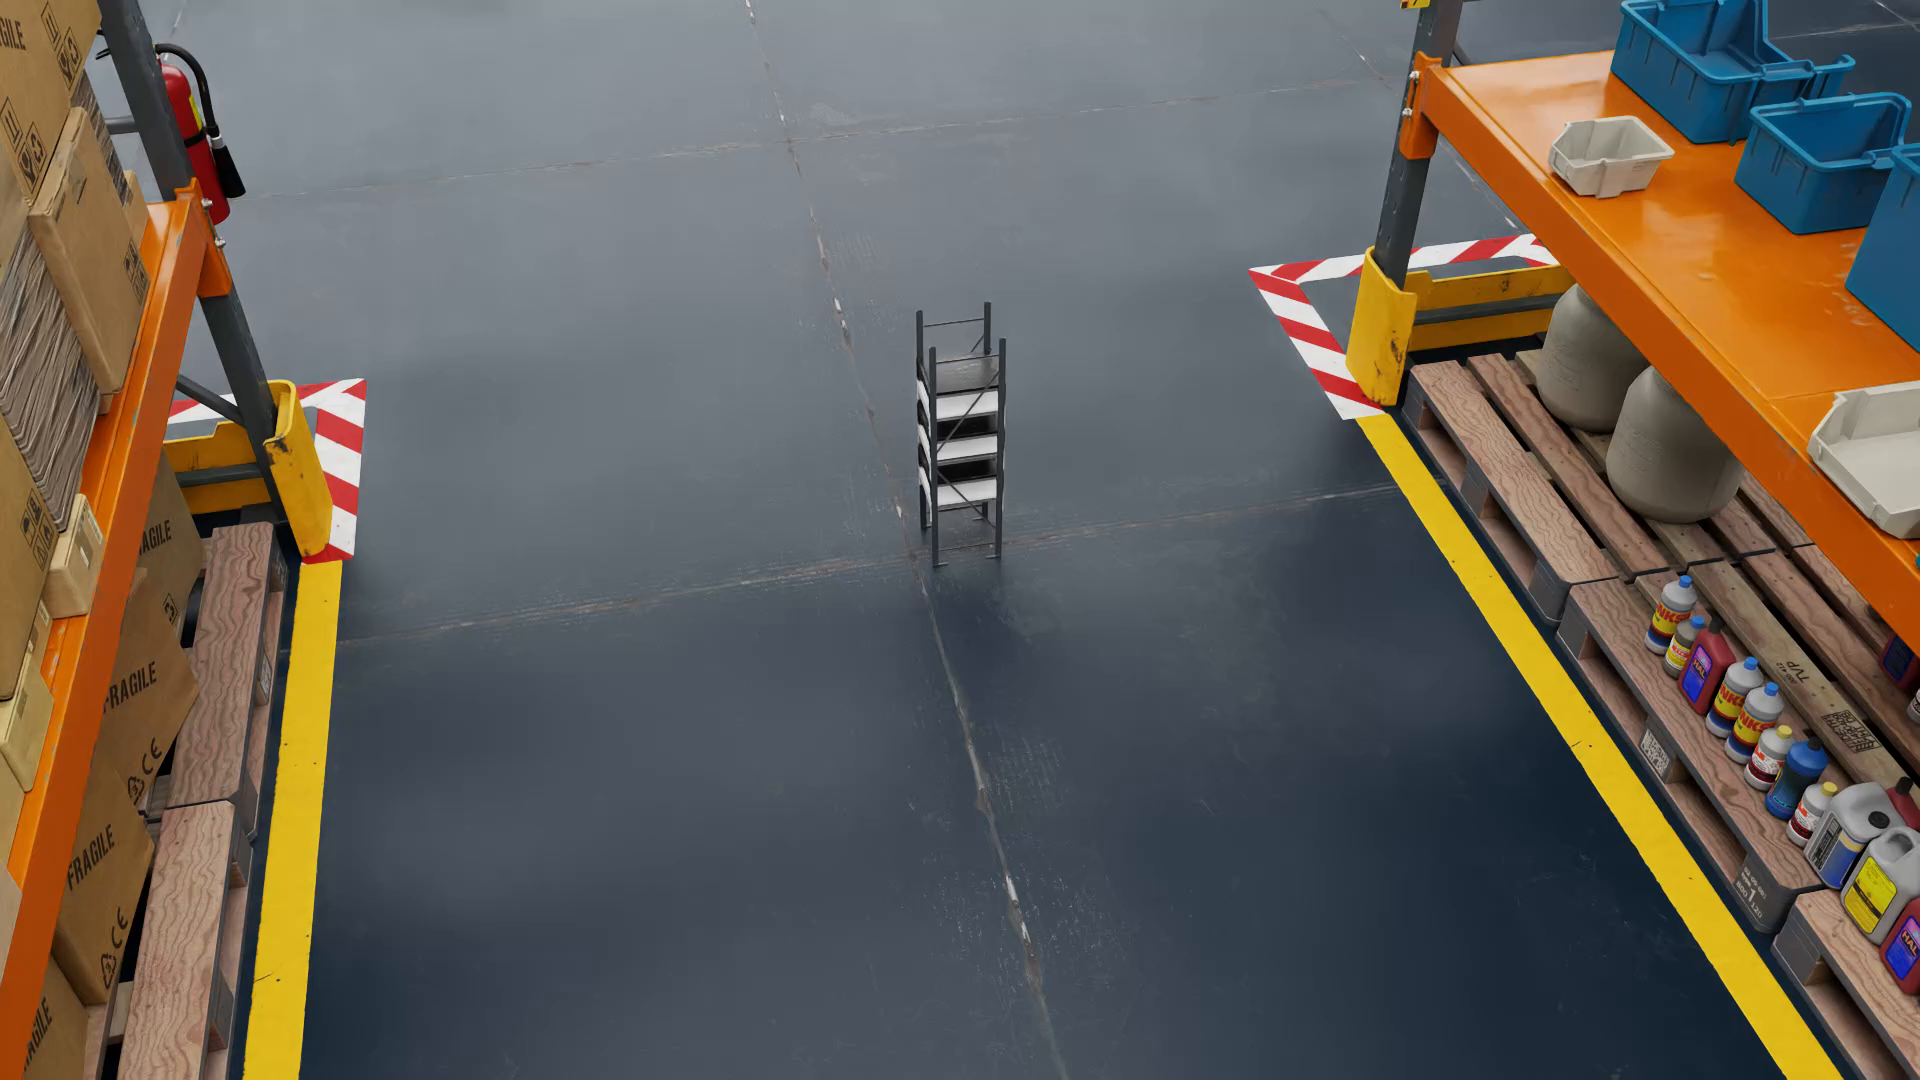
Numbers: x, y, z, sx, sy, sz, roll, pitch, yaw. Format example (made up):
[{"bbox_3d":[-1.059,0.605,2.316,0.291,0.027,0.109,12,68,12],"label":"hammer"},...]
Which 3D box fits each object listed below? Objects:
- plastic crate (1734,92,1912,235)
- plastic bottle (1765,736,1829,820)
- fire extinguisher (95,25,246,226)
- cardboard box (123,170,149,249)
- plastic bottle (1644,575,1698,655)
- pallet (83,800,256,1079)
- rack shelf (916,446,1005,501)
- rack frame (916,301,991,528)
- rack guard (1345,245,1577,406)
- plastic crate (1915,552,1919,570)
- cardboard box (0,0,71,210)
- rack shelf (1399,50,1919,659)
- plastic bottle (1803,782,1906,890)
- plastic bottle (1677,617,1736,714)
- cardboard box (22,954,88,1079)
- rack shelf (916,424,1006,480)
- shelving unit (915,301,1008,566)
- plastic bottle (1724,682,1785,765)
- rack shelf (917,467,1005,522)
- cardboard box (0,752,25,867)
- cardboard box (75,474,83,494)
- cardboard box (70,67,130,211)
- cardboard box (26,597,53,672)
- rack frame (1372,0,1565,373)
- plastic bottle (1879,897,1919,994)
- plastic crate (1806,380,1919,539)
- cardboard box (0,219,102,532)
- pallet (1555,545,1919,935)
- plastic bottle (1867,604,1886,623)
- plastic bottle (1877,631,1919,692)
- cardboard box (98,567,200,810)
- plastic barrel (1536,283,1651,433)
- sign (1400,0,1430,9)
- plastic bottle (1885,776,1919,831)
[{"bbox_3d":[2.581,-1.102,4.843,0.499,0.251,0.408,-8,42,-9],"label":"plastic crate"},{"bbox_3d":[2.272,0.634,4.501,0.097,0.271,0.097,0,42,0],"label":"plastic bottle"},{"bbox_3d":[-2.365,-1.262,4.971,0.296,0.674,0.183,-8,42,-9],"label":"fire extinguisher"},{"bbox_3d":[-2.527,-0.902,4.696,0.380,0.149,0.250,-8,42,-9],"label":"cardboard box"},{"bbox_3d":[2.133,0.215,4.972,0.097,0.271,0.097,0,42,0],"label":"plastic bottle"},{"bbox_3d":[-2.373,1.262,4.169,1.003,0.211,1.213,-8,42,-9],"label":"pallet"},{"bbox_3d":[0.002,-0.239,5.527,0.258,0.077,0.200,-8,42,-9],"label":"rack shelf"},{"bbox_3d":[-0.020,-0.397,5.520,0.240,0.900,0.006,-8,42,-9],"label":"rack frame"},{"bbox_3d":[2.108,-0.883,6.368,1.175,0.500,0.348,-8,42,-9],"label":"rack guard"},{"bbox_3d":[2.405,0.109,3.479,0.499,0.251,0.616,-8,42,-9],"label":"plastic crate"},{"bbox_3d":[-2.317,-1.029,3.597,0.500,0.500,0.500,-8,42,-9],"label":"cardboard box"},{"bbox_3d":[2.478,-0.295,4.365,1.077,0.370,4.000,-8,42,-9],"label":"rack shelf"},{"bbox_3d":[2.346,0.771,4.343,0.152,0.276,0.135,-8,42,-8],"label":"plastic bottle"},{"bbox_3d":[2.164,0.360,4.800,0.061,0.283,0.133,-8,42,-9],"label":"plastic bottle"},{"bbox_3d":[-2.316,1.193,3.713,0.500,0.500,0.500,-12,43,-13],"label":"cardboard box"},{"bbox_3d":[0.002,-0.306,5.467,0.258,0.077,0.200,-8,42,-9],"label":"rack shelf"},{"bbox_3d":[0.002,-0.331,5.445,0.258,0.900,0.210,-8,42,-9],"label":"shelving unit"},{"bbox_3d":[2.228,0.502,4.649,0.097,0.271,0.097,0,42,0],"label":"plastic bottle"},{"bbox_3d":[0.002,-0.172,5.587,0.258,0.077,0.200,-8,42,-9],"label":"rack shelf"},{"bbox_3d":[-1.974,0.547,3.064,0.380,0.149,0.250,-8,42,-9],"label":"cardboard box"},{"bbox_3d":[-2.241,-0.094,3.785,0.380,0.149,0.250,-8,42,-9],"label":"cardboard box"},{"bbox_3d":[-2.698,-0.939,4.249,0.875,0.500,0.500,-8,42,-9],"label":"cardboard box"},{"bbox_3d":[-2.115,0.228,3.423,0.380,0.149,0.250,-8,42,-9],"label":"cardboard box"},{"bbox_3d":[2.046,-1.861,5.586,1.000,3.000,0.127,-8,42,-9],"label":"rack frame"},{"bbox_3d":[2.372,0.983,4.097,0.061,0.283,0.133,-6,42,-6],"label":"plastic bottle"},{"bbox_3d":[2.311,-0.185,3.898,0.530,0.136,0.437,-8,42,-9],"label":"plastic crate"},{"bbox_3d":[-2.408,-0.302,3.531,0.875,0.500,0.500,-8,42,-9],"label":"cardboard box"},{"bbox_3d":[2.538,0.541,4.981,1.003,0.211,1.213,-8,42,-9],"label":"pallet"},{"bbox_3d":[2.870,0.149,5.099,0.097,0.201,0.097,0,42,0],"label":"plastic bottle"},{"bbox_3d":[2.794,0.301,4.866,0.061,0.283,0.133,-8,42,-9],"label":"plastic bottle"},{"bbox_3d":[-2.509,0.417,4.588,0.500,0.500,0.500,2,42,2],"label":"cardboard box"},{"bbox_3d":[2.263,-0.672,5.805,0.421,0.512,0.421,0,42,0],"label":"plastic barrel"},{"bbox_3d":[1.508,-1.888,5.409,0.100,0.325,0.005,-8,42,-9],"label":"sign"},{"bbox_3d":[2.450,0.752,4.358,0.061,0.283,0.133,-8,42,-9],"label":"plastic bottle"}]
